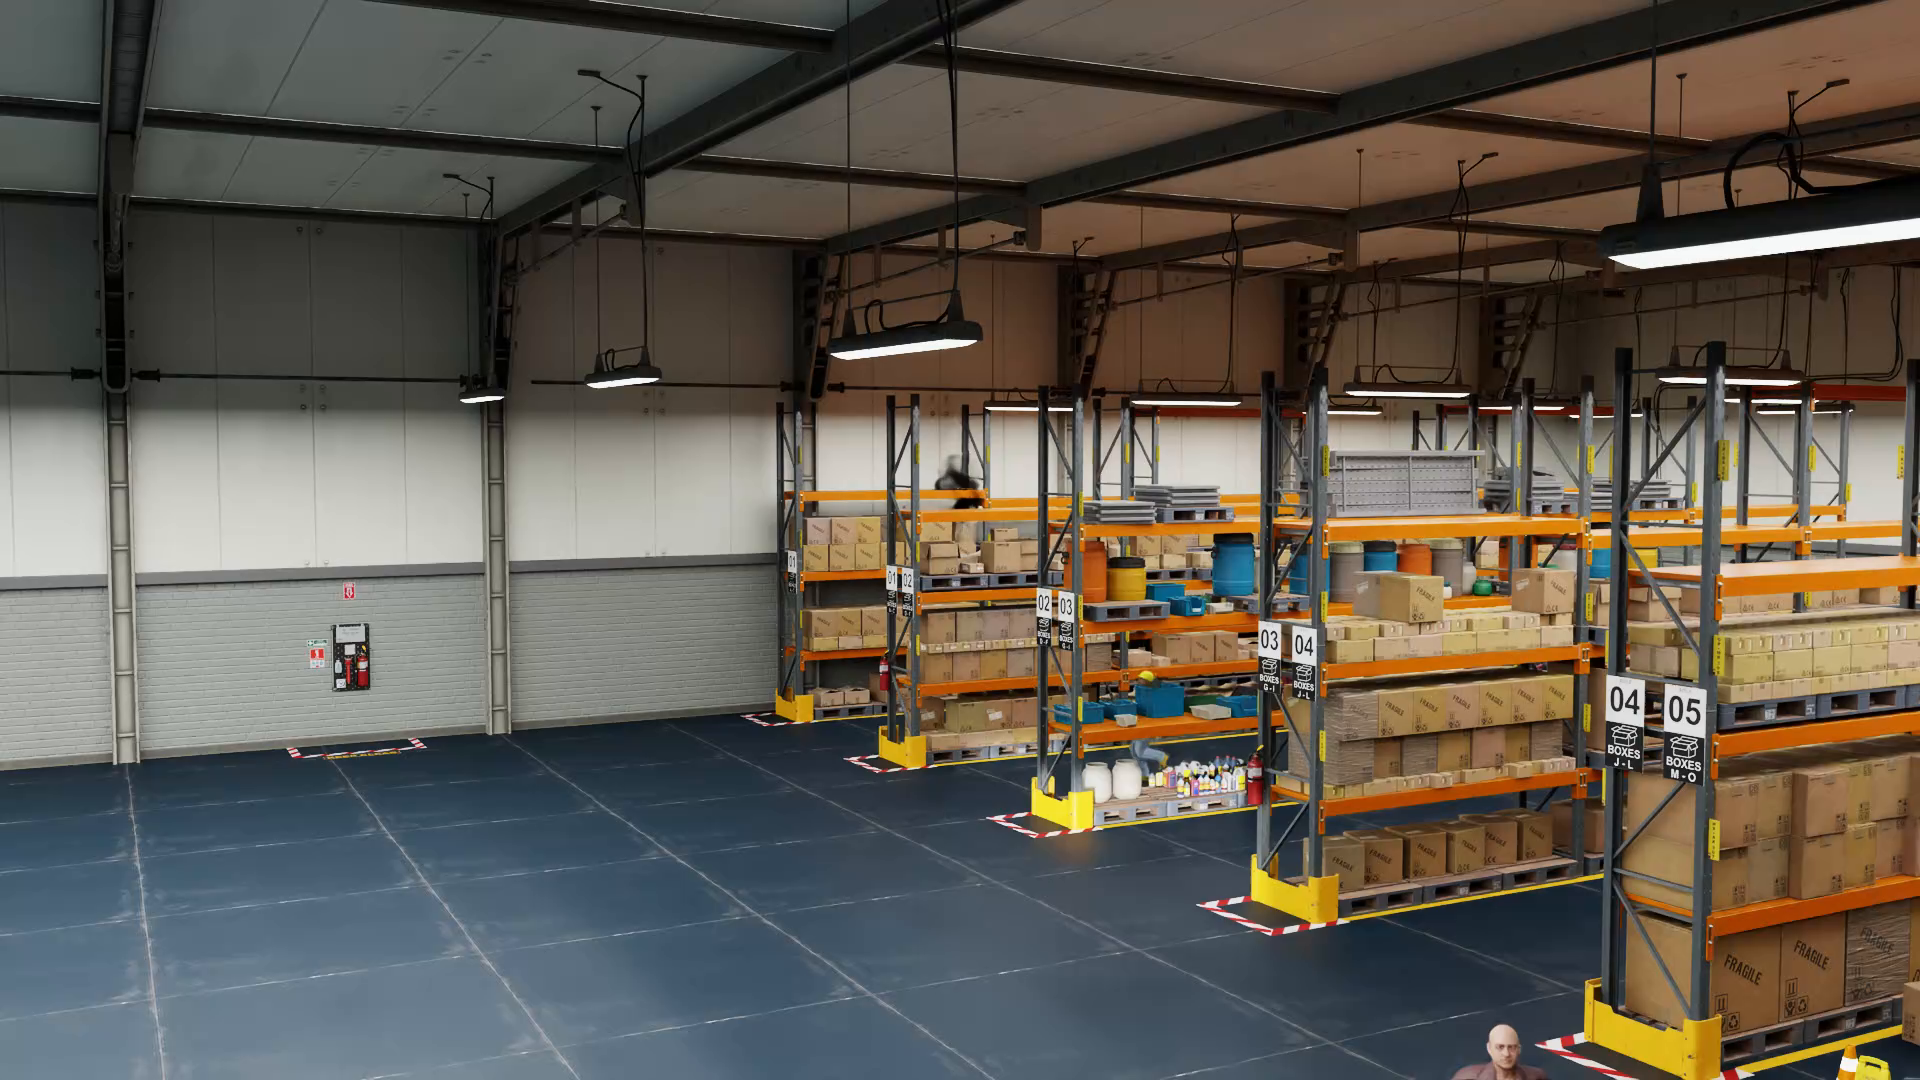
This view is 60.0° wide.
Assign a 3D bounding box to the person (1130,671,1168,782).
[{"bbox_3d":[2.866,2.865,25.568,0.613,1.727,0.715,-1,4,-25],"label":"person"}]

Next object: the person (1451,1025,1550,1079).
[{"bbox_3d":[3.185,3.717,9.816,0.716,1.753,0.901,1,3,10],"label":"person"}]
